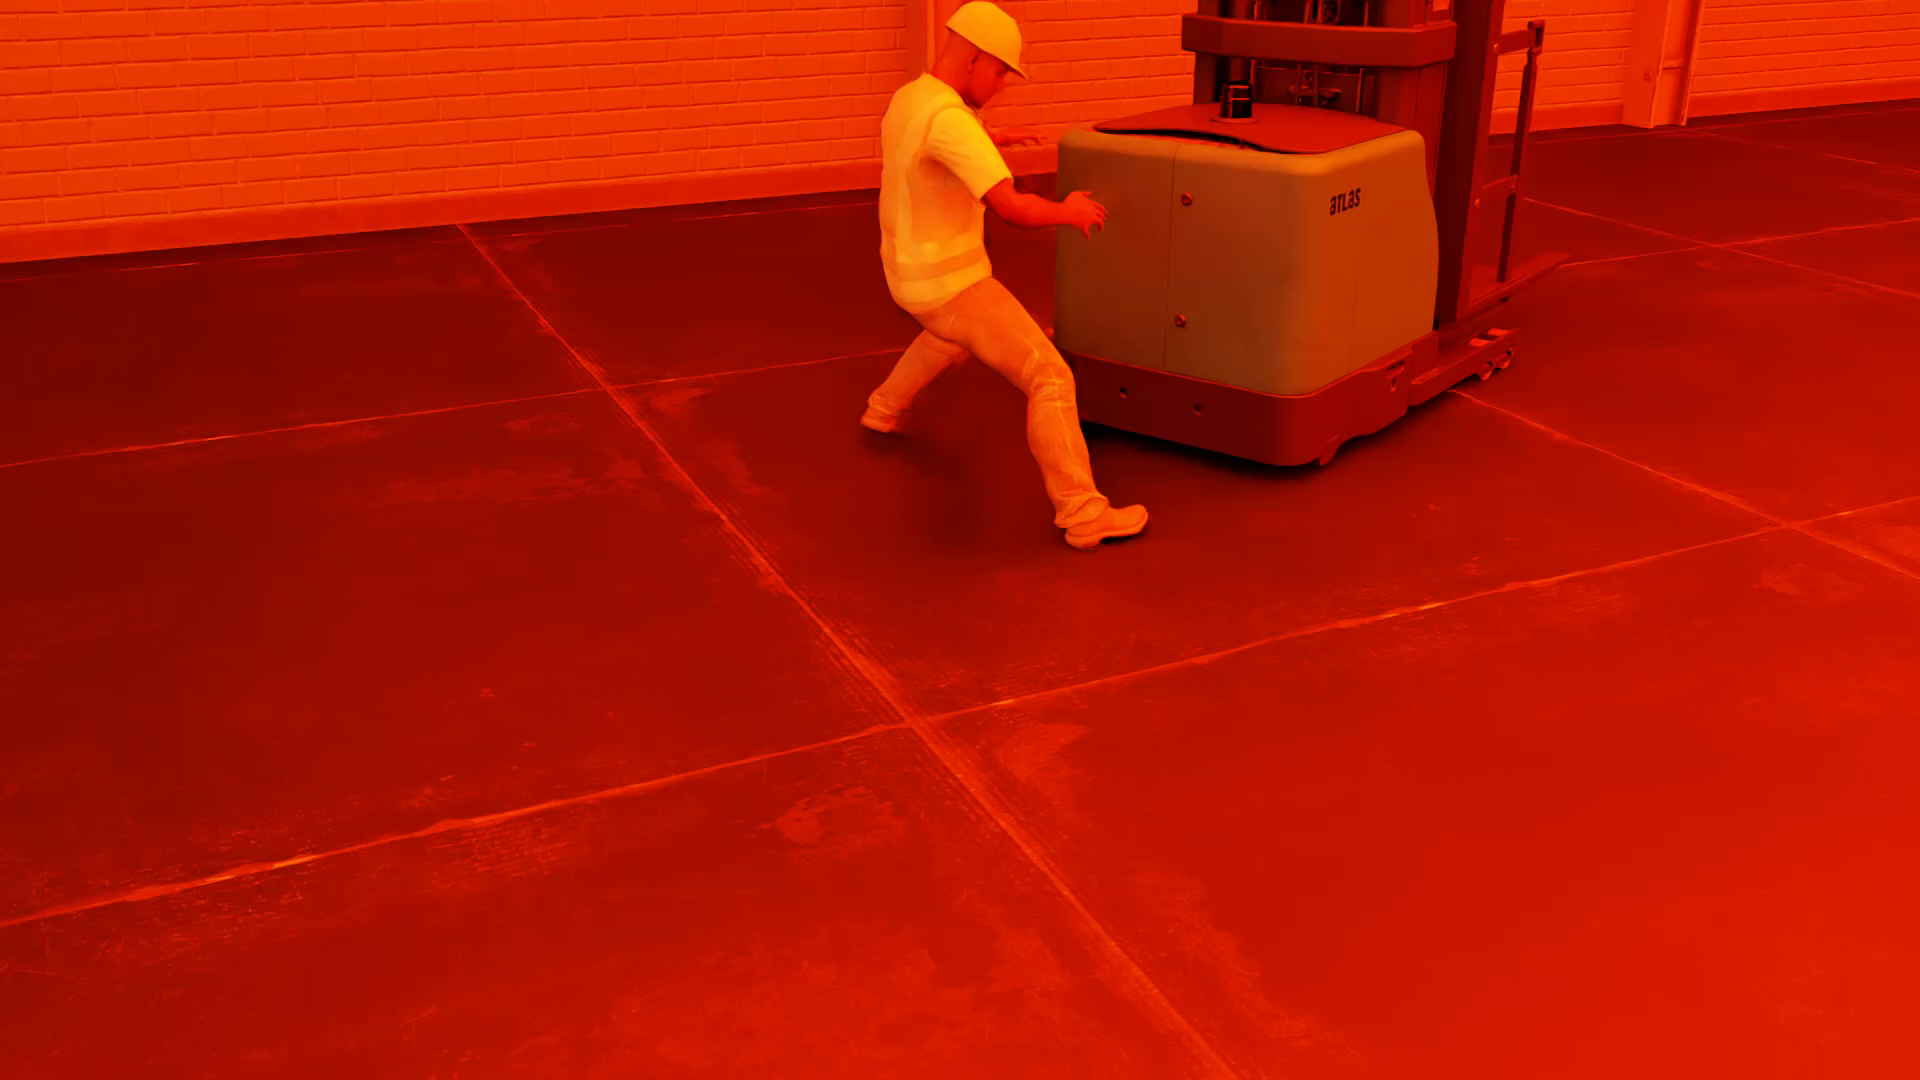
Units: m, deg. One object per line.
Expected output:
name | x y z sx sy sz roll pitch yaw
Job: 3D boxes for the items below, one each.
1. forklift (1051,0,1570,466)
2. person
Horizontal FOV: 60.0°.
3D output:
forklift | 1.627 -2.095 6.329 1.130 2.935 3.031 17 28 35
person | 0.100 -0.913 5.290 0.722 1.543 1.293 -6 23 -14
